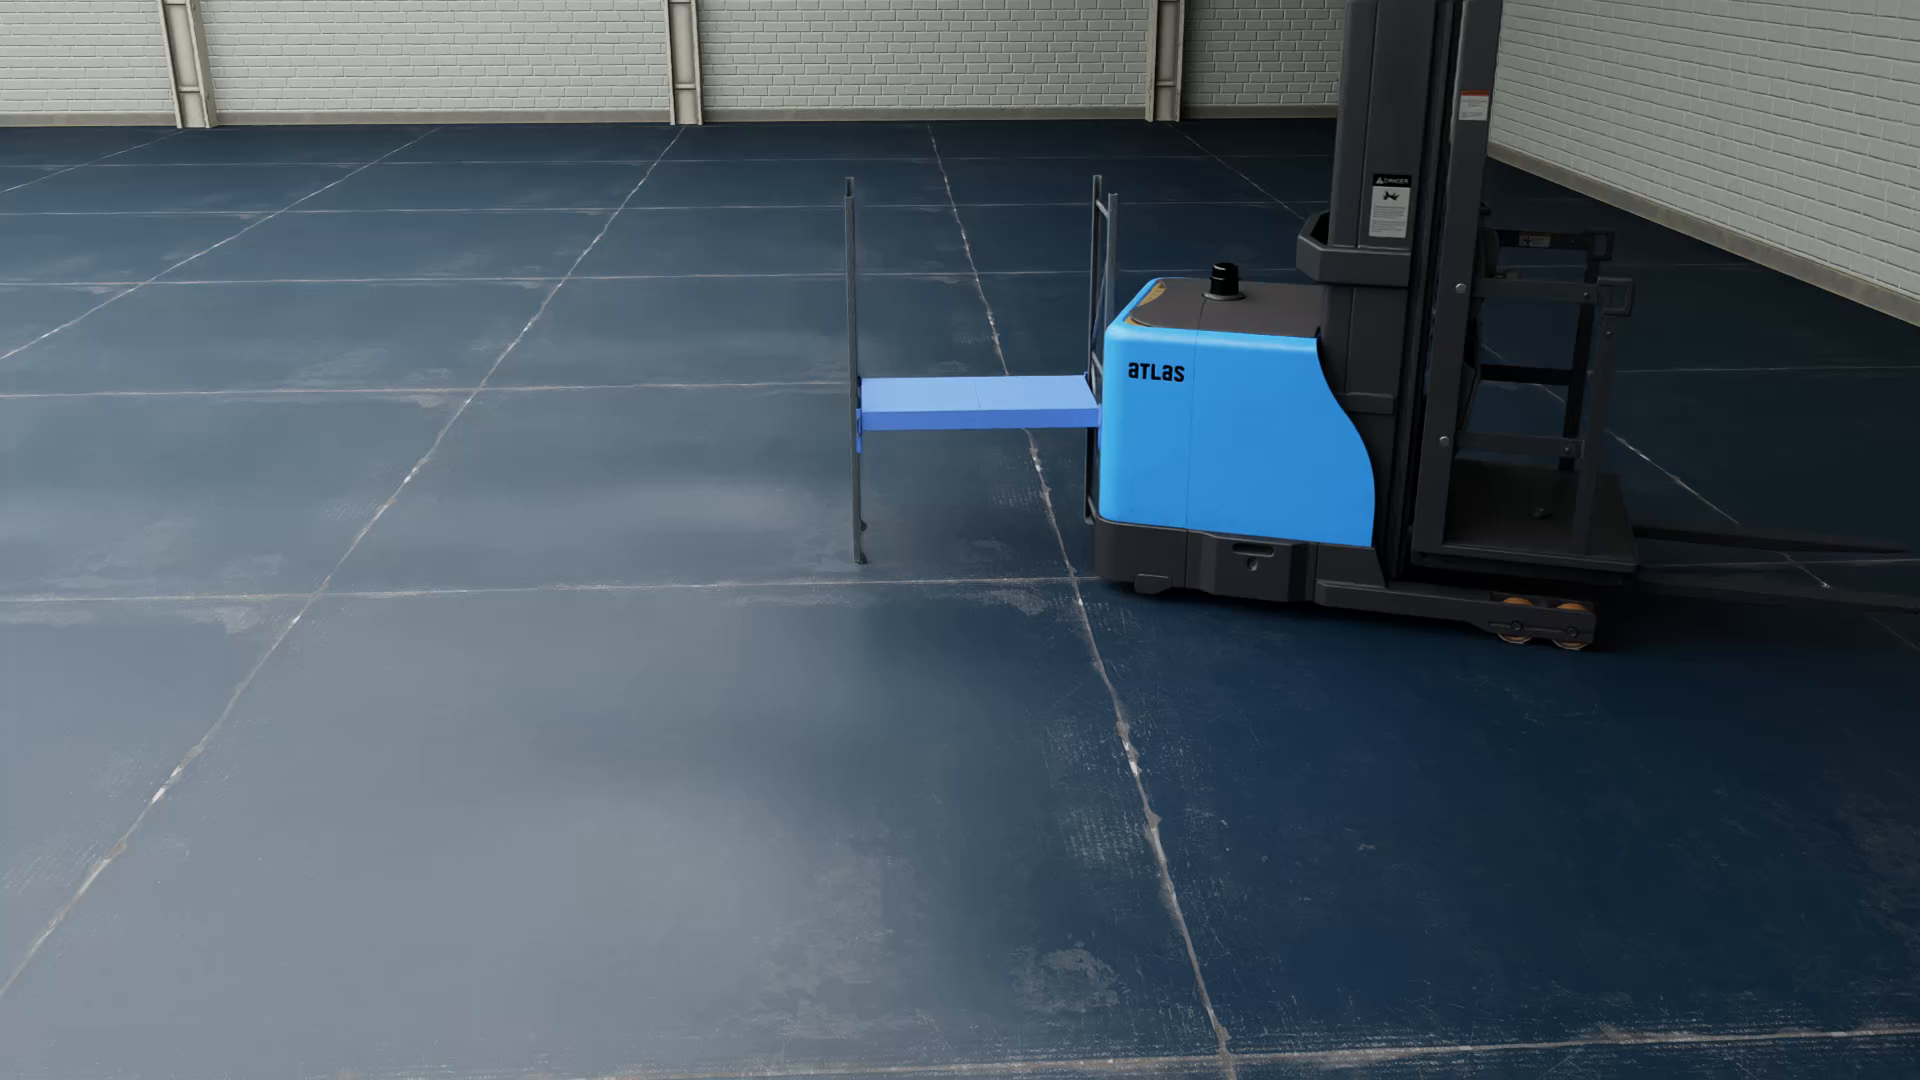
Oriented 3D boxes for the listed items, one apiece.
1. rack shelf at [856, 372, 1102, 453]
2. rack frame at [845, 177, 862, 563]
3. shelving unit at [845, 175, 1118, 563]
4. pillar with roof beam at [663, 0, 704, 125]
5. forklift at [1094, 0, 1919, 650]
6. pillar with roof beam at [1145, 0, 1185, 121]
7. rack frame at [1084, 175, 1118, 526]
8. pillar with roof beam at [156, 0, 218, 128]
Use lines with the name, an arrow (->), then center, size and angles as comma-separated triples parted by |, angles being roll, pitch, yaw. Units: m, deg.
rack shelf -> 0.071, -0.536, 6.927 | 1.000, 0.185, 0.538 | -1, 21, -3
rack frame -> -0.437, -0.695, 6.838 | 0.032, 1.500, 0.500 | -1, 21, -3
shelving unit -> 0.071, -0.704, 6.863 | 1.048, 1.500, 0.538 | -1, 21, -3
pillar with roof beam -> -3.169, -7.903, 15.231 | 0.400, 9.000, 9.100 | -1, 21, -3
forklift -> 2.106, -1.180, 6.102 | 3.031, 2.935, 1.130 | 6, 22, 15
pillar with roof beam -> 2.821, -8.025, 15.552 | 0.400, 9.000, 9.100 | -1, 21, -3
rack frame -> 0.578, -0.714, 6.889 | 0.032, 1.500, 0.500 | -1, 21, -3
pillar with roof beam -> -9.159, -7.781, 14.911 | 0.400, 9.000, 9.100 | -1, 21, -3
